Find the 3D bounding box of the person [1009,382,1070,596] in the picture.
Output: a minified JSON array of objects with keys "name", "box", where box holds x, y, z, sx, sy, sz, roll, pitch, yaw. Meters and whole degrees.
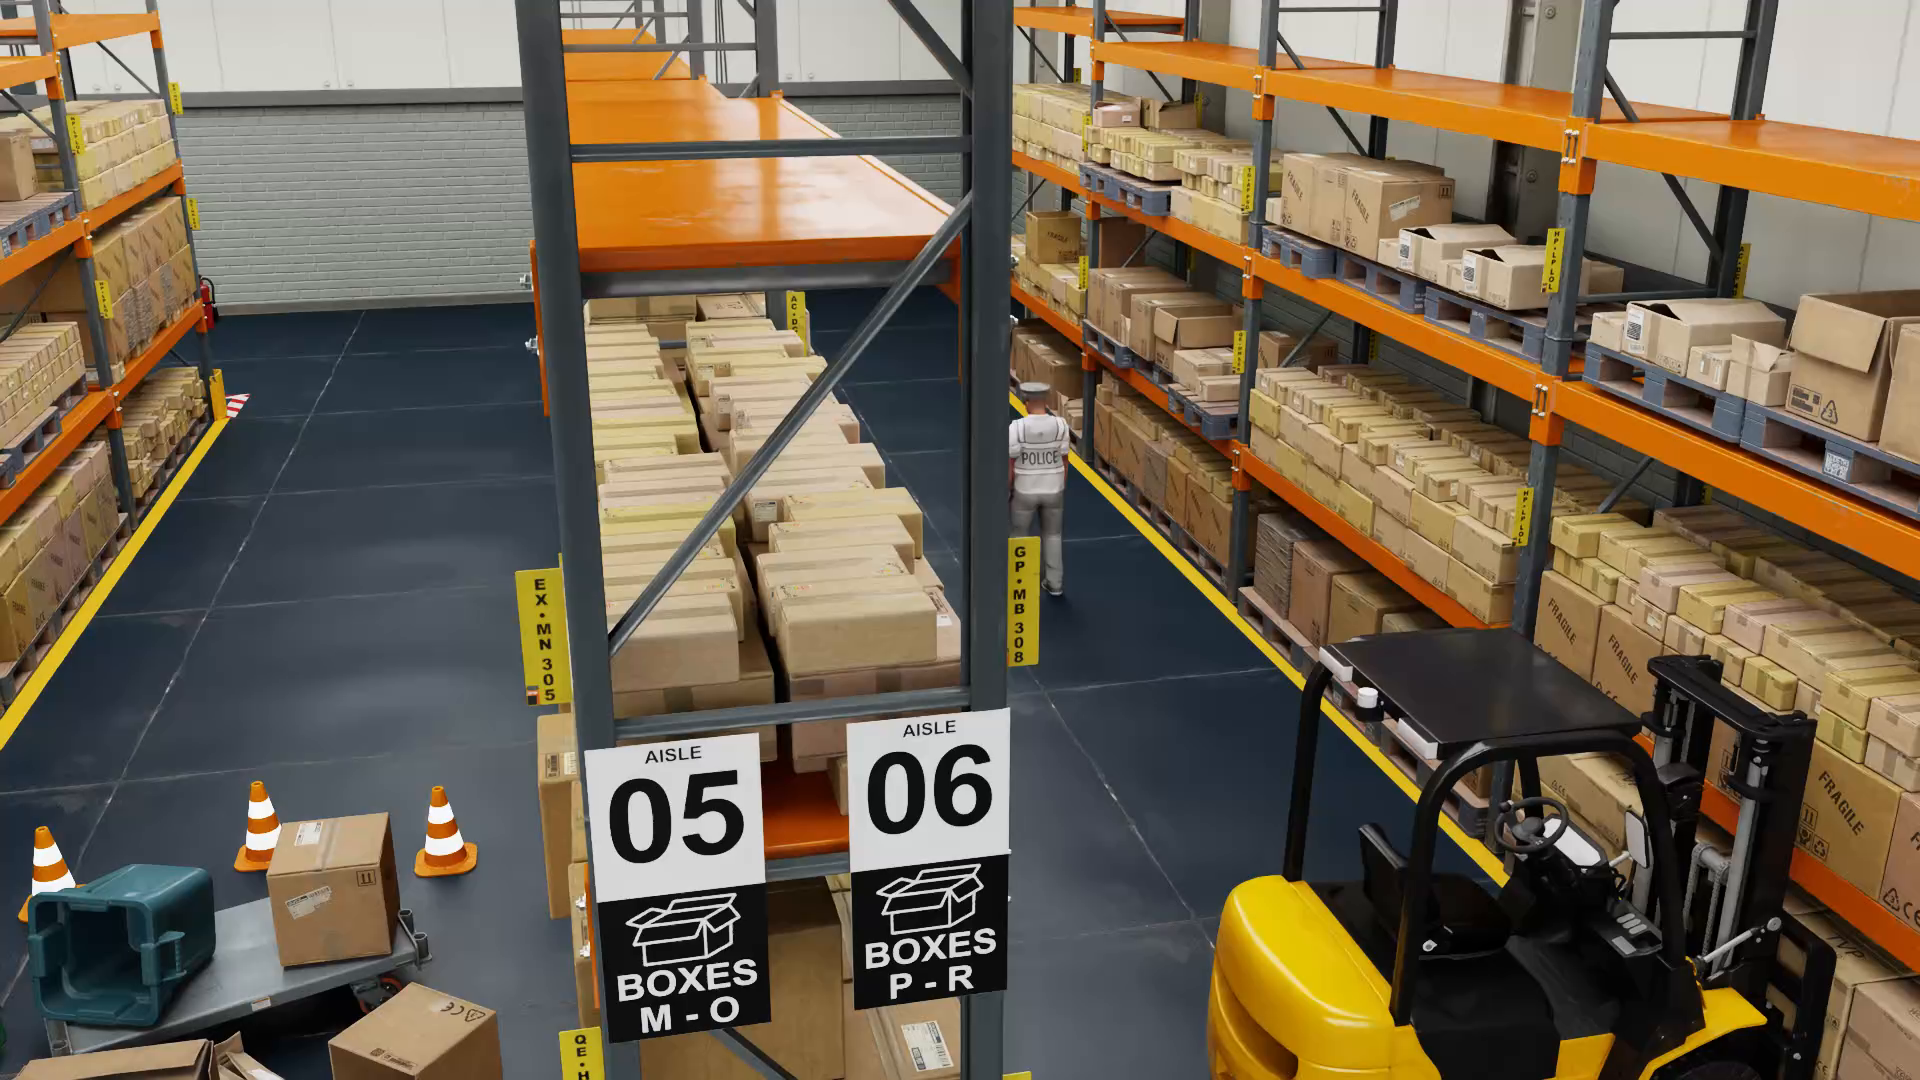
[{"name":"person","box":[0.593,-0.392,13.194,0.530,1.740,0.391,-4,20,-11]}]
